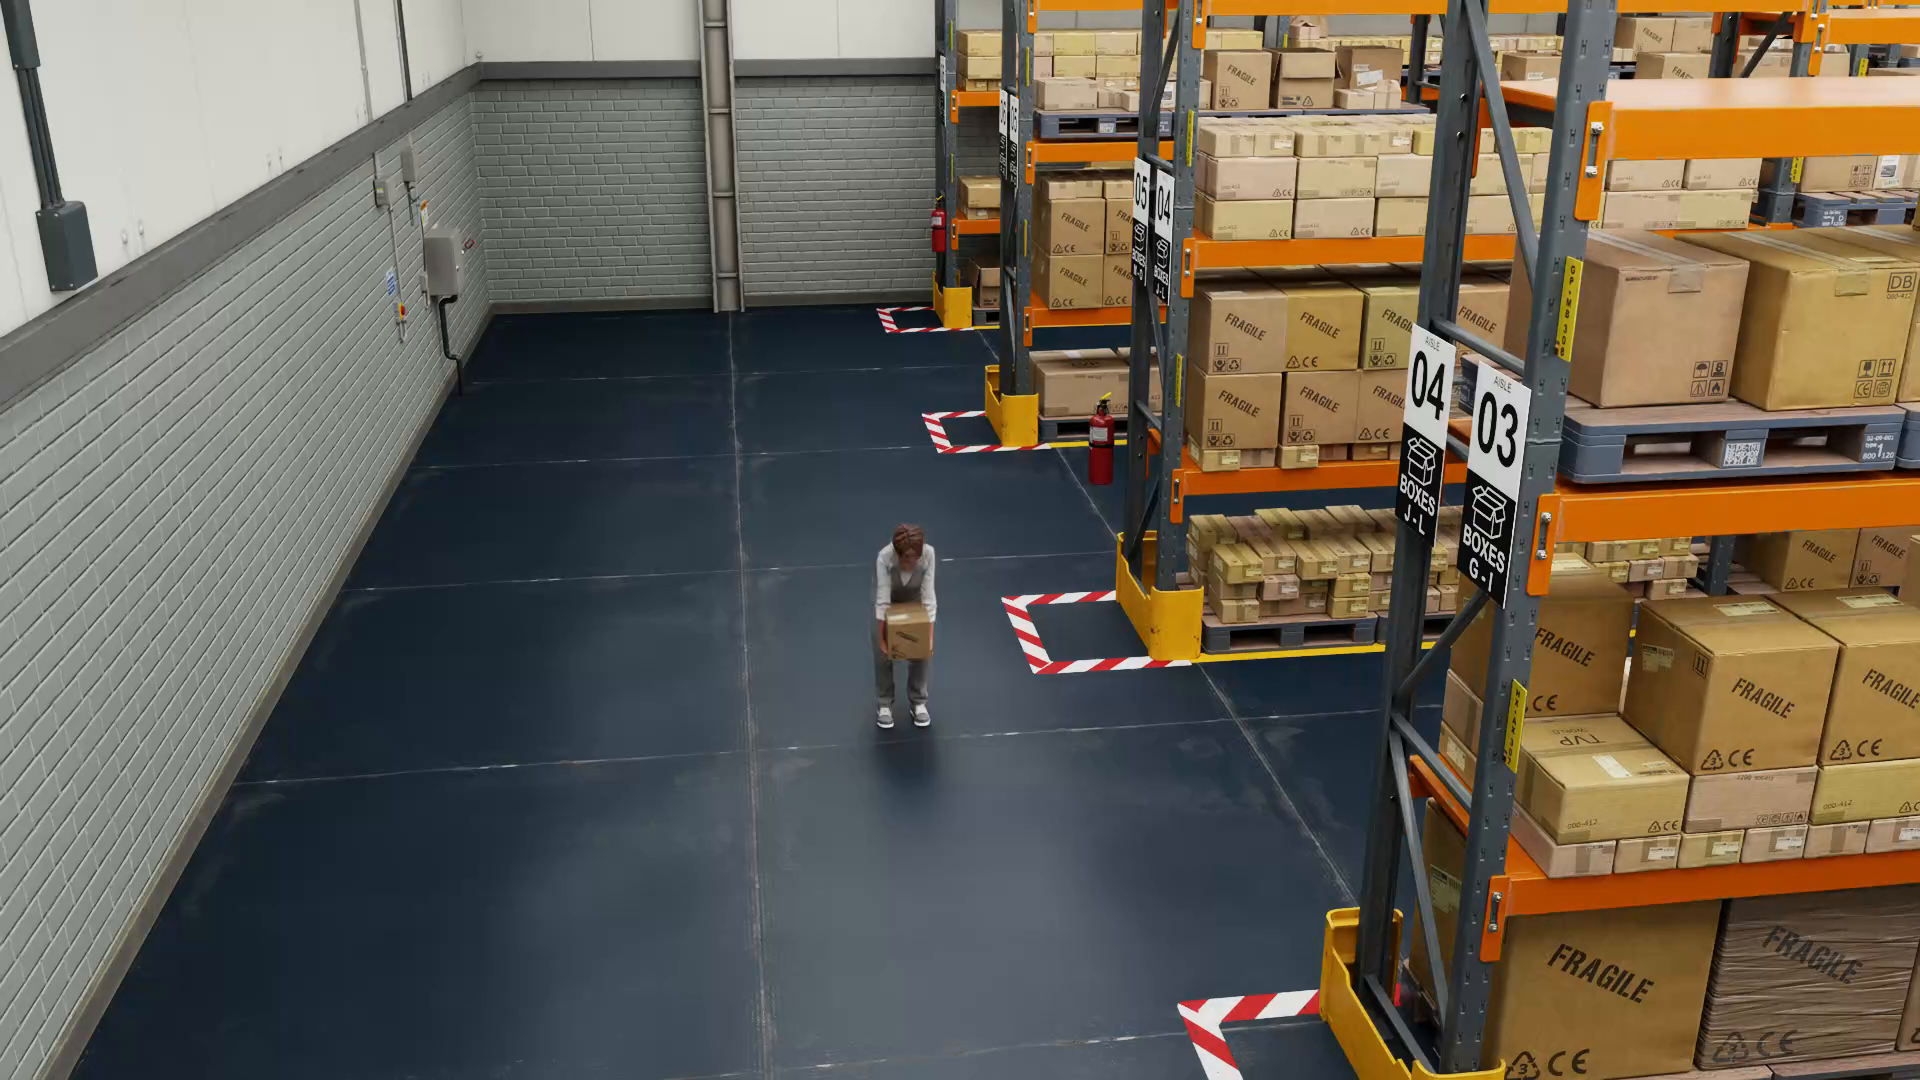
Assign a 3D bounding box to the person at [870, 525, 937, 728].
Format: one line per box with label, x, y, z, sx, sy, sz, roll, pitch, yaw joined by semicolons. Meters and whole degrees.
person;-0.338;0.510;9.992;0.375;1.409;0.690;-3;21;-9
